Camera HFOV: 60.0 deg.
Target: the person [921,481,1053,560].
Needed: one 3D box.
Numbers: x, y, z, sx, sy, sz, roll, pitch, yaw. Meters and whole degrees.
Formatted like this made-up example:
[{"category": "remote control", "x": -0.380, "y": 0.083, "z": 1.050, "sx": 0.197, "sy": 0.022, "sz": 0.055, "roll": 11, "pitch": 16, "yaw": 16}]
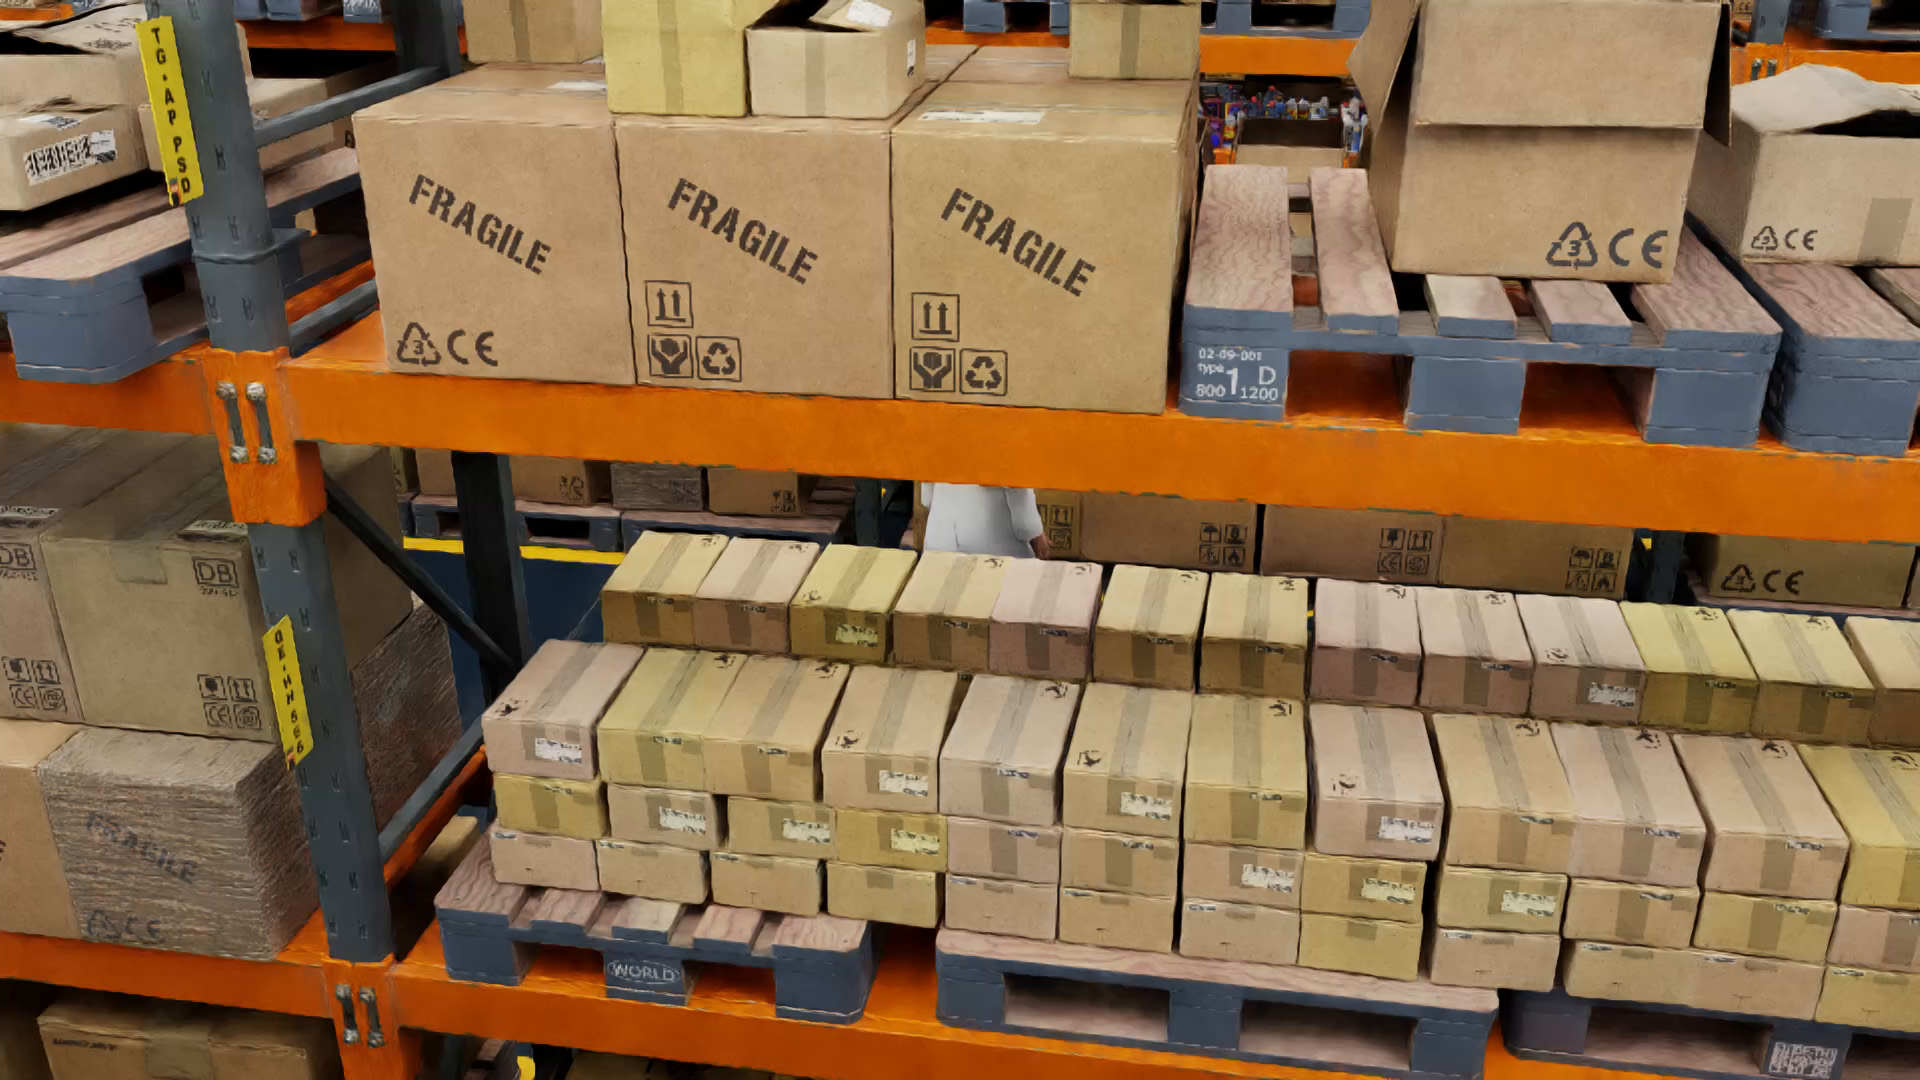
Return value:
[{"category": "person", "x": 0.121, "y": -0.050, "z": 7.285, "sx": 0.675, "sy": 1.678, "sz": 0.624, "roll": 17, "pitch": 30, "yaw": 33}]
